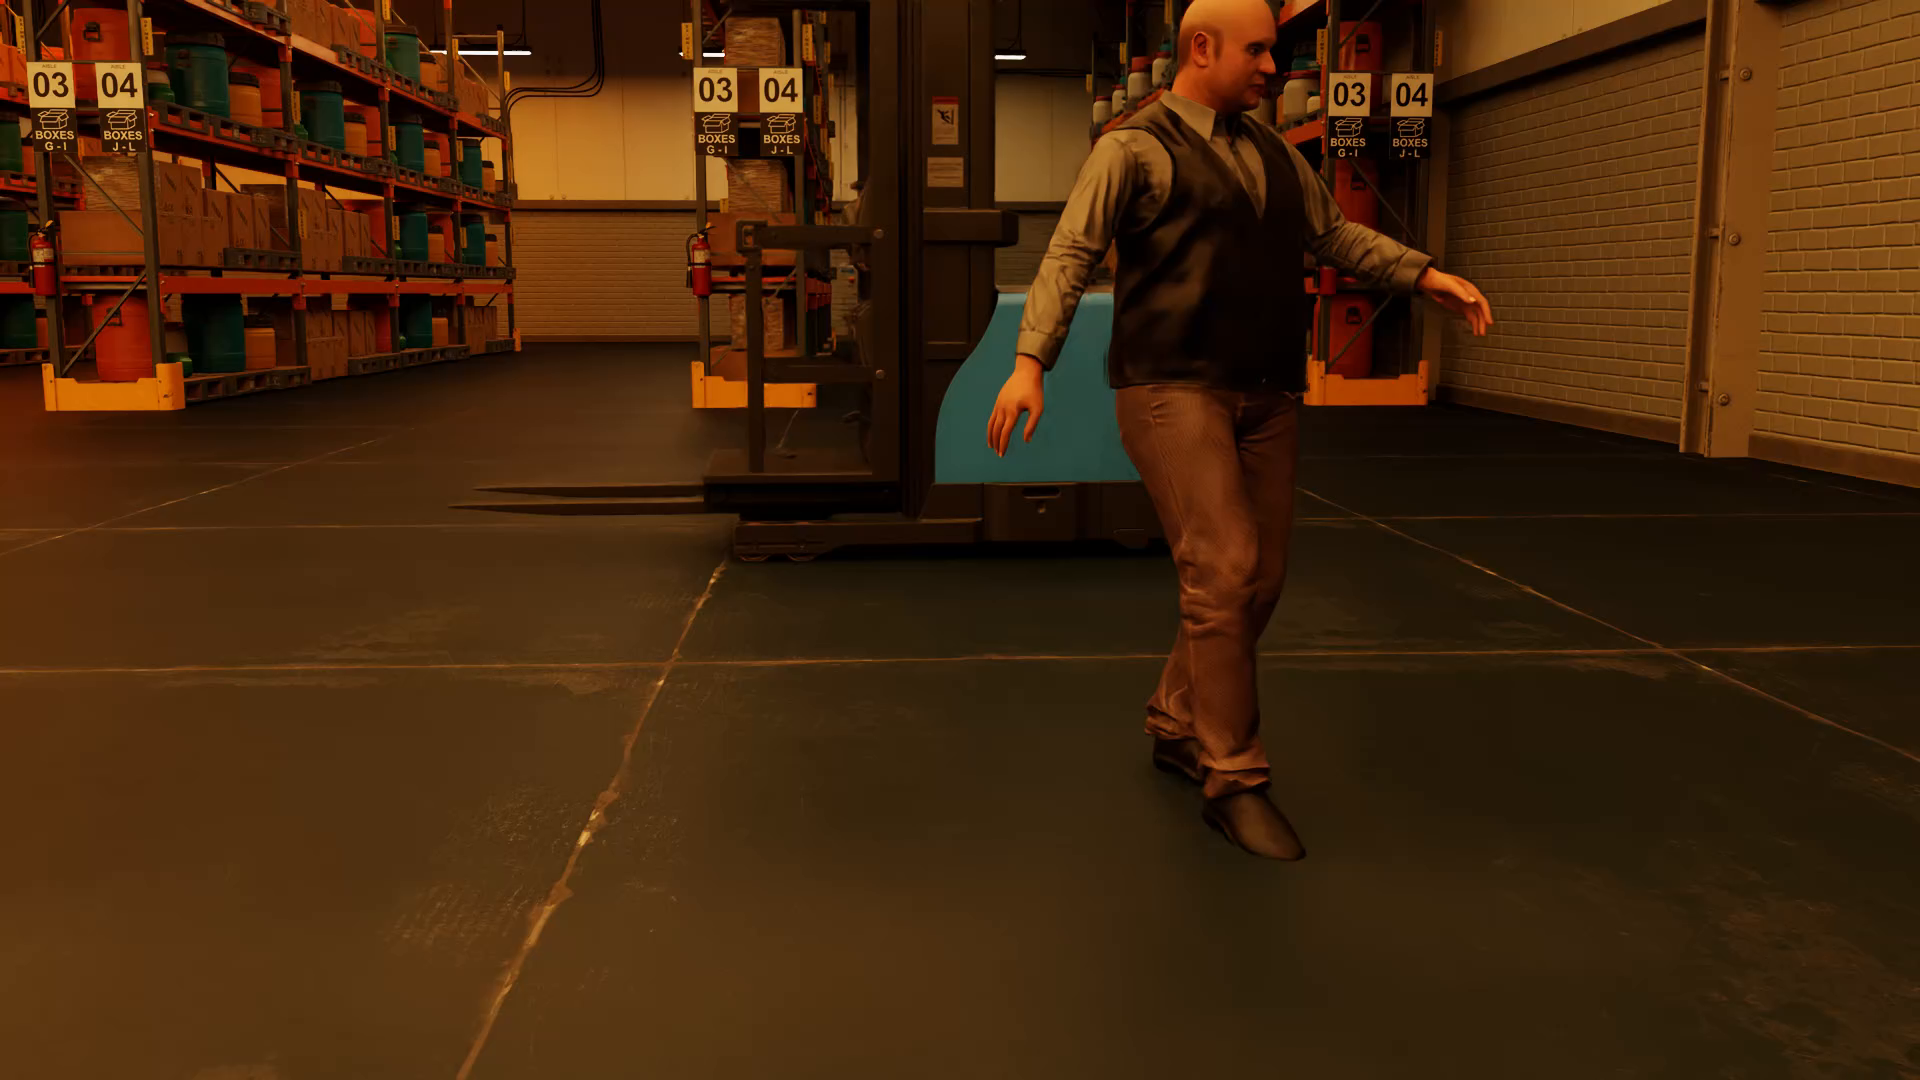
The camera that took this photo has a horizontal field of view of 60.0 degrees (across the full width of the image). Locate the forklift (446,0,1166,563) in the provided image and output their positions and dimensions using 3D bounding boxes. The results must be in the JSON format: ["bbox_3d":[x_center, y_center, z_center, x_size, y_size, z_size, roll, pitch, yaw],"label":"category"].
[{"bbox_3d":[-0.608,-1.439,7.020,3.031,2.935,1.130,-1,8,-6],"label":"forklift"}]

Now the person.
[{"bbox_3d":[0.555,-0.259,3.411,0.974,1.722,0.693,-6,10,-33],"label":"person"}]
